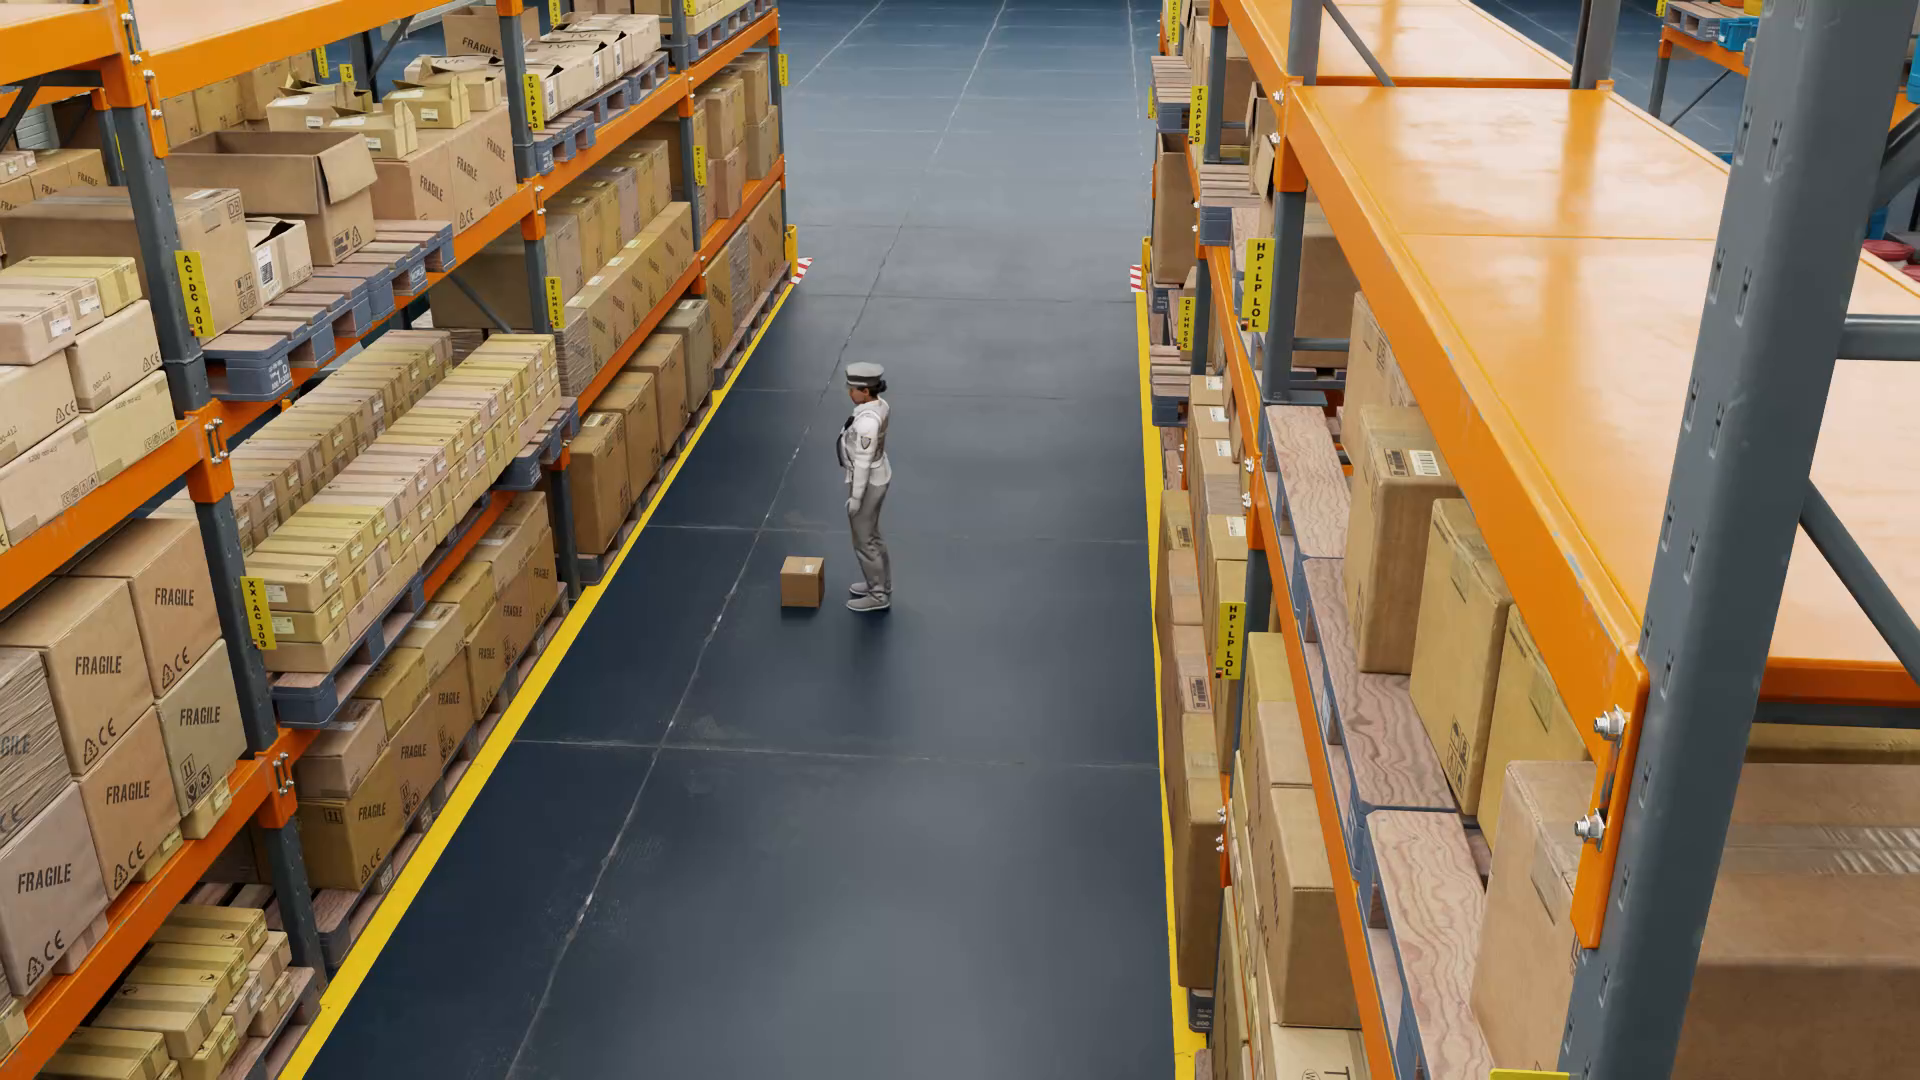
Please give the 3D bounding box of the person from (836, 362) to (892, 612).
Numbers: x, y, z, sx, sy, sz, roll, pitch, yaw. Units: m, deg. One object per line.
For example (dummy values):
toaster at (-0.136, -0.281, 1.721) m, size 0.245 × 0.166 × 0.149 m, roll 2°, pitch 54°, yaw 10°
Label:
person at (-0.609, -0.339, 10.737) m, size 0.328 × 1.664 × 0.469 m, roll 2°, pitch 25°, yaw 5°
